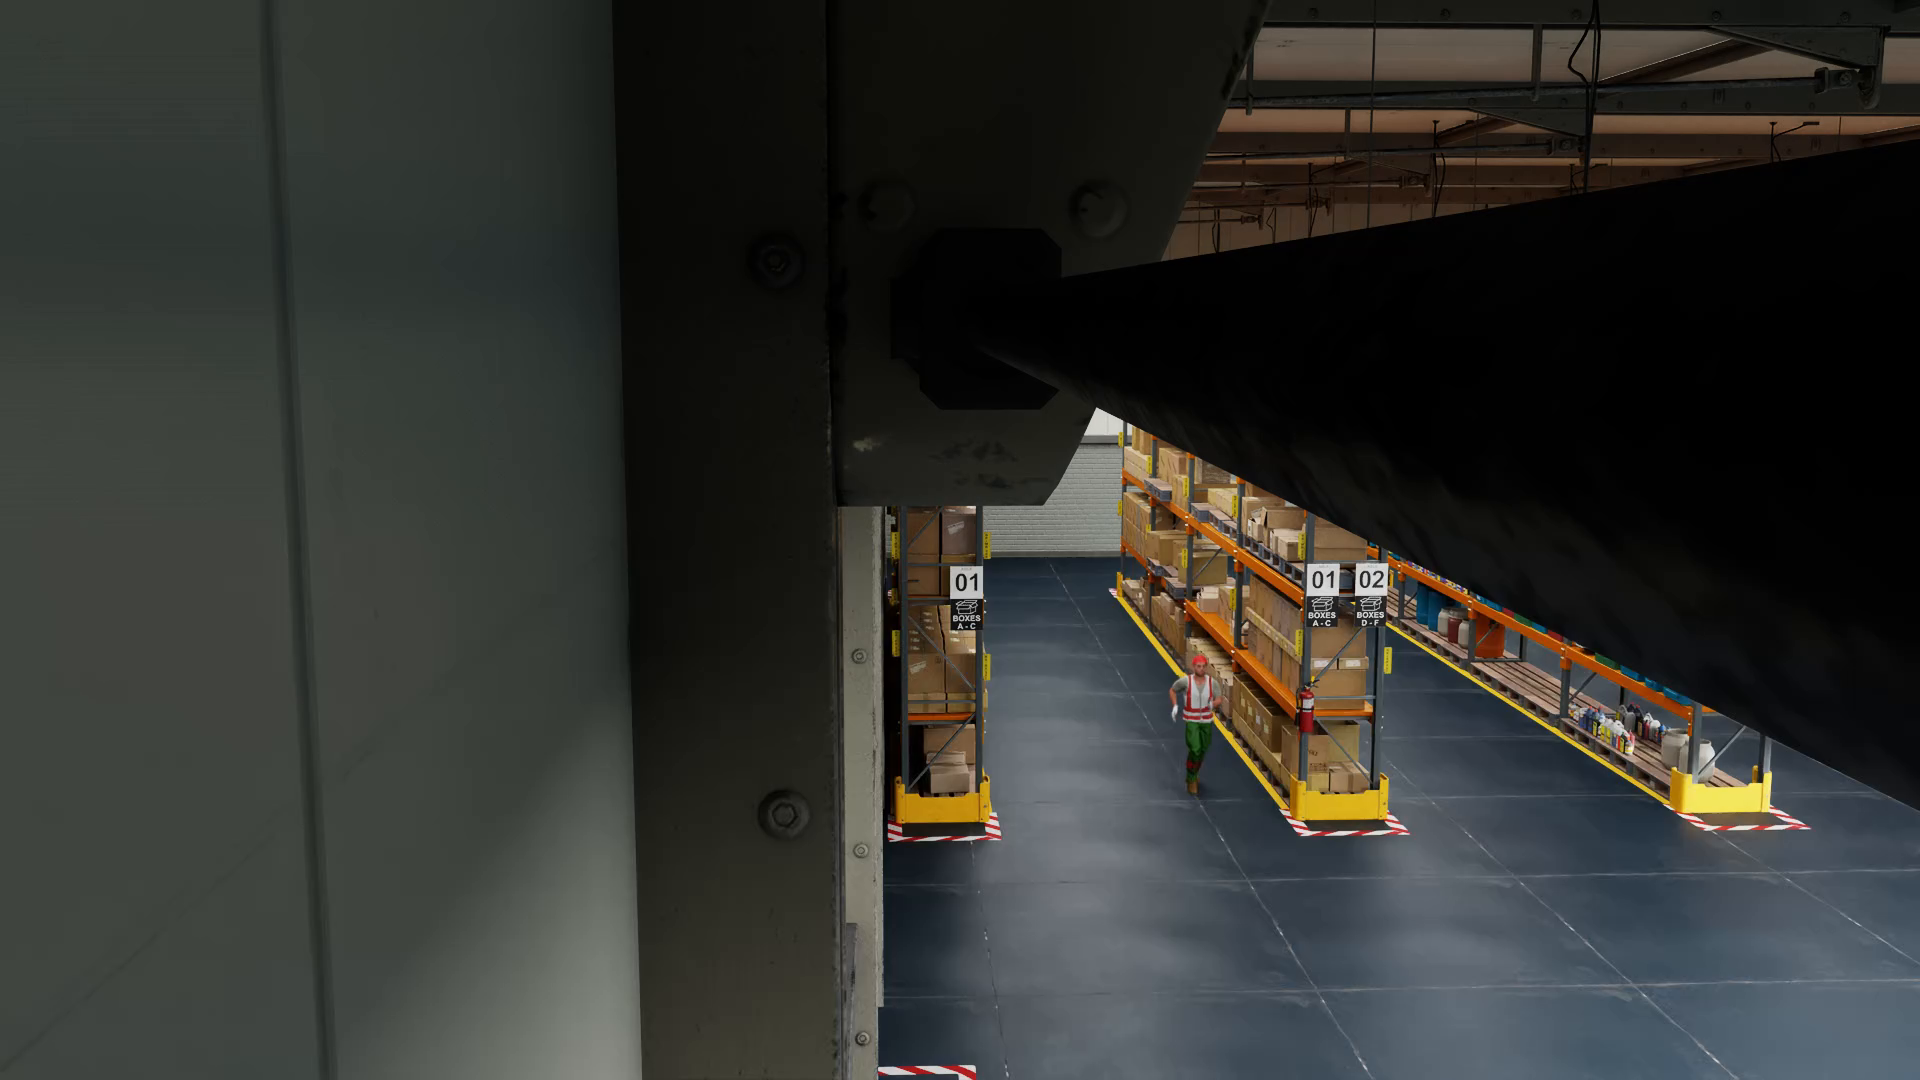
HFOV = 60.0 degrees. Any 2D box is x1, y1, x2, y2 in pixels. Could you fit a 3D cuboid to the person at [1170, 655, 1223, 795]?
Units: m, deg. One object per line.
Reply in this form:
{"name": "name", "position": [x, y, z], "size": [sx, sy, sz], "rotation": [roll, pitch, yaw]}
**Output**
{"name": "person", "position": [3.106, 2.404, 21.752], "size": [0.645, 1.825, 0.744], "rotation": [-1, 8, -9]}
